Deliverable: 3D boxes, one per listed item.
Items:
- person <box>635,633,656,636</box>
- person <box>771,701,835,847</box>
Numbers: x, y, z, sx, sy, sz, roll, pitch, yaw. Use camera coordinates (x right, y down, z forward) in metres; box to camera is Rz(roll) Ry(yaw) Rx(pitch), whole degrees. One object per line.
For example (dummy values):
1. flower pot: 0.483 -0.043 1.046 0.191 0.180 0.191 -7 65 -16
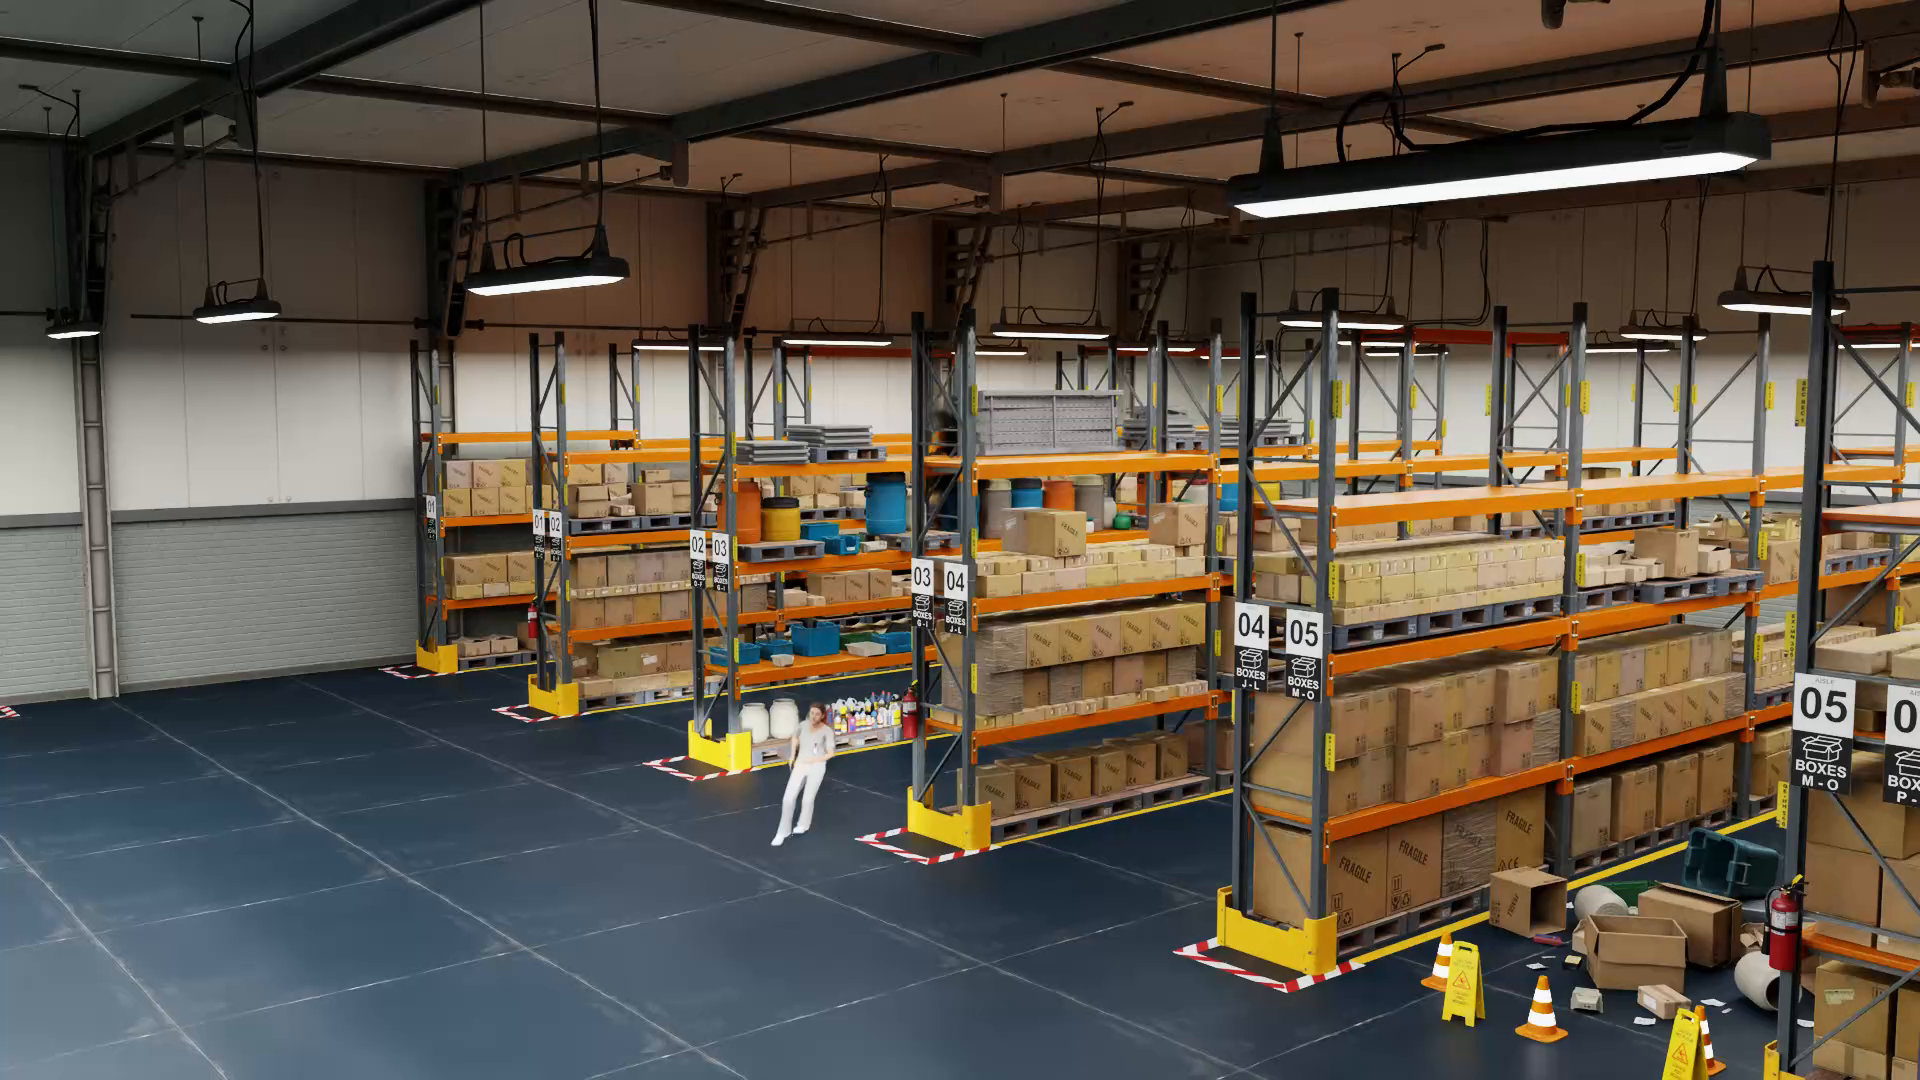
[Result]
1. person: -5.637 1.587 29.863 0.703 1.739 1.038 5 7 41
2. person: -1.742 2.632 18.823 0.724 1.674 0.723 1 5 11
